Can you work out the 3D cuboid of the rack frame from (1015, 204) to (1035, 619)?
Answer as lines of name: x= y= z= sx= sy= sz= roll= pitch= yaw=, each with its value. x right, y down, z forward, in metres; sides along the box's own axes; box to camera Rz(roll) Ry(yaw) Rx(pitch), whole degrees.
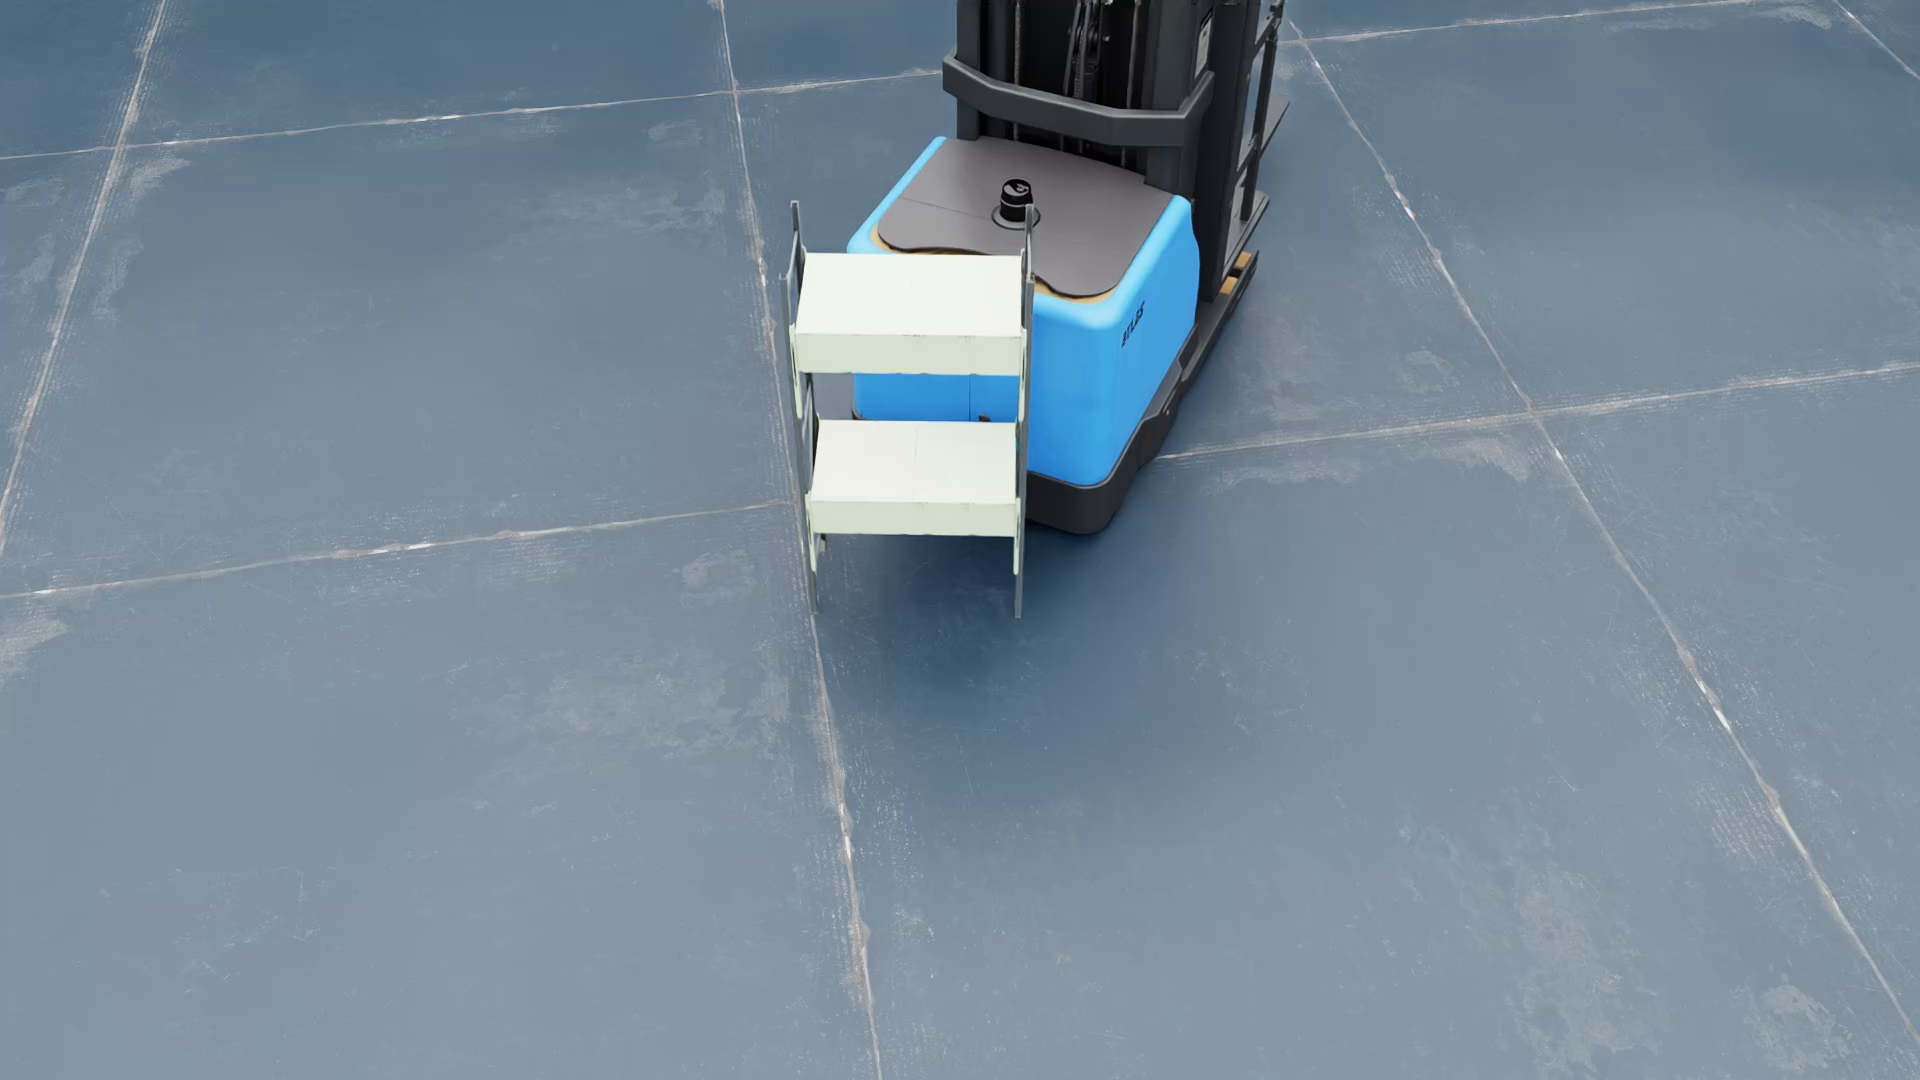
rack frame: x=0.213 y=-0.381 z=5.576 sx=0.023 sy=1.500 sz=0.400 roll=1 pitch=46 yaw=1

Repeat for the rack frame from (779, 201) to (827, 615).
rack frame: x=-0.519 y=-0.394 z=5.588 sx=0.023 sy=1.500 sz=0.400 roll=1 pitch=46 yaw=1

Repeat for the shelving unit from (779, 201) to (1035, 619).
shelving unit: x=-0.153 y=-0.388 z=5.582 sx=0.755 sy=1.500 sz=0.431 roll=1 pitch=46 yaw=1

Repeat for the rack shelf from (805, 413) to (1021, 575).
rack shelf: x=-0.153 y=-0.161 z=5.817 sx=0.720 sy=0.370 sz=0.431 roll=1 pitch=46 yaw=1

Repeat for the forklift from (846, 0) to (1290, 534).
forklift: x=0.656 y=-2.112 z=6.249 sx=1.130 sy=2.935 sz=3.031 roll=18 pitch=49 yaw=17

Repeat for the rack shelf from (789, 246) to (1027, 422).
rack shelf: x=-0.153 y=-0.658 z=5.301 sx=0.720 sy=0.370 sz=0.431 roll=1 pitch=46 yaw=1
